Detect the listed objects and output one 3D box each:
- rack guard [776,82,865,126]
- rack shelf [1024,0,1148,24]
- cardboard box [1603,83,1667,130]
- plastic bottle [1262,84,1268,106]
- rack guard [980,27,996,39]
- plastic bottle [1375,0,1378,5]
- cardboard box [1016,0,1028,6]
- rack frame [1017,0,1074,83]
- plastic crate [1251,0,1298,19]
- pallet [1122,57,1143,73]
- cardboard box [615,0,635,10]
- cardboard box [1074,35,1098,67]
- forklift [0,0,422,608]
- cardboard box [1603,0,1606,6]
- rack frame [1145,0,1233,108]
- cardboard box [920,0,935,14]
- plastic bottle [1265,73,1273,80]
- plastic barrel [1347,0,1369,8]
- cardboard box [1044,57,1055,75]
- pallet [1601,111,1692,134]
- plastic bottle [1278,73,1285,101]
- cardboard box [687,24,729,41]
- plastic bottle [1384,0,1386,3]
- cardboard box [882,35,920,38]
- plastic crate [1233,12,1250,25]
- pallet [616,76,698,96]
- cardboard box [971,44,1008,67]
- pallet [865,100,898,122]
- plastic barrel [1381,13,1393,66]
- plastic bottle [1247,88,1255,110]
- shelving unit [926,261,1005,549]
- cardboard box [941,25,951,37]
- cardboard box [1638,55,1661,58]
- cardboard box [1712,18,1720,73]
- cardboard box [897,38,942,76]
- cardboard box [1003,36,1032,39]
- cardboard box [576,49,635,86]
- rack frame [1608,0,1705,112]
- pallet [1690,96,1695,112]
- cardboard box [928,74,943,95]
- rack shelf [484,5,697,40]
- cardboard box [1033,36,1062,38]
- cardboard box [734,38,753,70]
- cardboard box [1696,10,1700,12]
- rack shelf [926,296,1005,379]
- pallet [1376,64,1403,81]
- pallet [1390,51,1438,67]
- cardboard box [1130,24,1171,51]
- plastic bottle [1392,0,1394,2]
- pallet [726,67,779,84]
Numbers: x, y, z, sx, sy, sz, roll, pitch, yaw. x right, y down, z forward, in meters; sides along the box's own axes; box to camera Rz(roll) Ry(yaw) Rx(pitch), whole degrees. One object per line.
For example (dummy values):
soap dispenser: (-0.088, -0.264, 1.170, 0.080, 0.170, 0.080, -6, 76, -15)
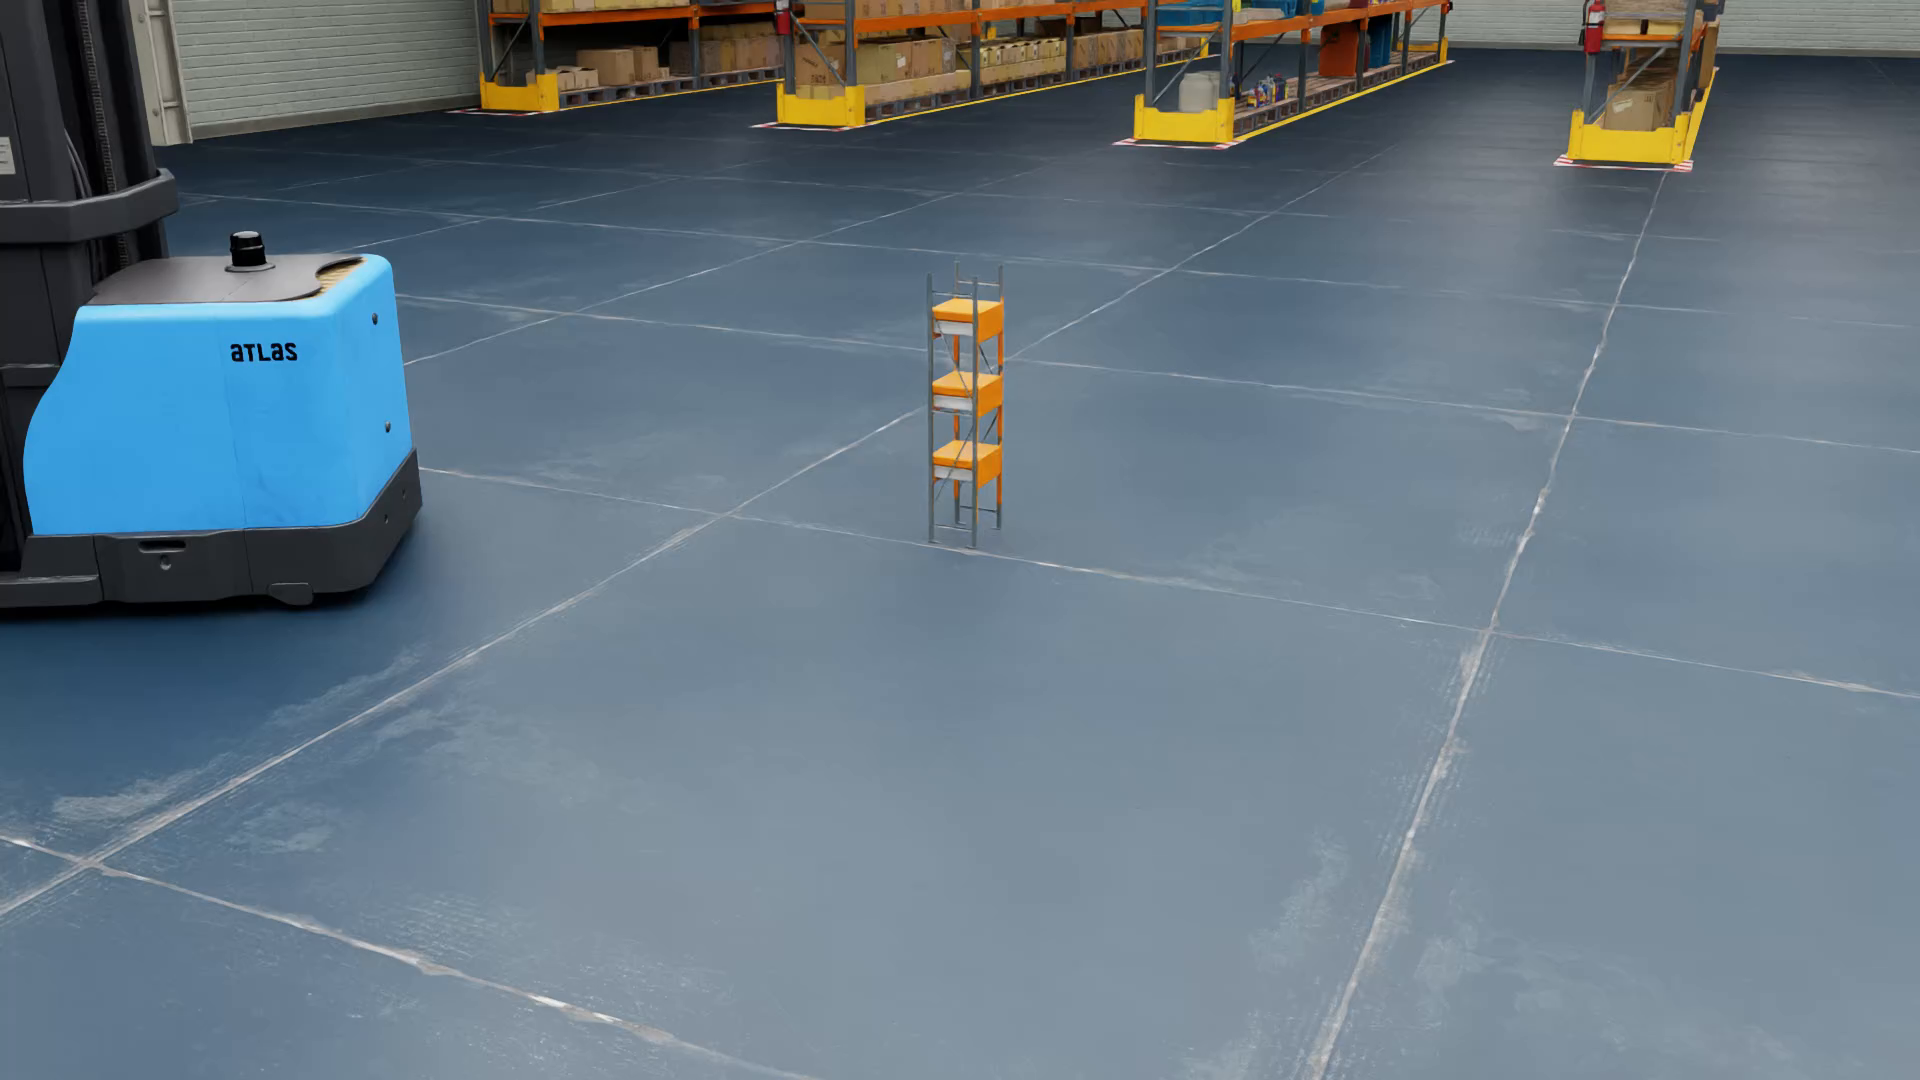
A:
rack guard: (-1.828, -5.714, 21.791, 1.175, 0.500, 0.348, 9, 21, 23)
rack shelf: (2.277, -9.618, 30.109, 1.077, 0.370, 4.000, 9, 21, 23)
cardboard box: (7.703, -4.935, 18.973, 0.500, 0.500, 0.500, 15, 25, 37)
plastic bottle: (3.991, -5.849, 21.855, 0.097, 0.271, 0.097, 0, 20, 0)
rack guard: (0.223, -11.299, 37.494, 1.175, 0.500, 0.348, 9, 21, 23)
plastic bottle: (6.828, -8.944, 27.315, 0.061, 0.283, 0.133, 9, 21, 23)
cardboard box: (0.786, -8.877, 26.804, 0.500, 0.500, 0.500, 7, 21, 20)
rack frame: (1.458, -9.345, 28.269, 1.000, 3.000, 0.127, 9, 21, 23)
plastic crate: (4.132, -6.996, 21.886, 0.499, 0.251, 0.616, 9, 21, 23)
pallet: (2.797, -9.000, 31.461, 1.003, 0.211, 1.213, 9, 21, 23)
cardboard box: (-5.227, -8.092, 24.941, 0.500, 0.250, 0.500, 9, 21, 23)
cardboard box: (2.114, -8.635, 29.348, 0.500, 0.500, 0.500, 8, 21, 21)
forklift: (-3.612, -1.259, 5.633, 3.031, 2.935, 1.130, -2, 20, -5)
cardboard box: (7.564, -6.060, 18.439, 0.875, 0.500, 0.500, 9, 21, 23)
rack frame: (2.700, -6.219, 19.479, 1.000, 3.000, 0.127, 9, 21, 23)
cardboard box: (-0.775, -7.718, 23.545, 0.700, 0.500, 0.500, 9, 21, 24)
plastic bottle: (4.205, -6.184, 22.678, 0.144, 0.351, 0.185, 9, 21, 23)
plastic barrel: (6.062, -8.545, 25.817, 0.600, 0.536, 0.708, 9, 21, 23)
cardboard box: (1.257, -7.895, 27.669, 0.500, 0.250, 0.500, 8, 21, 22)
pallet: (8.613, -5.238, 20.882, 1.003, 0.211, 1.213, 9, 21, 23)
plastic bottle: (4.337, -6.164, 22.622, 0.144, 0.351, 0.185, 8, 21, 21)
cardboard box: (-4.237, -8.546, 27.978, 0.500, 0.250, 0.500, 8, 21, 22)
plastic bottle: (7.085, -9.201, 27.938, 0.144, 0.351, 0.185, 9, 21, 23)
cardboard box: (-0.853, -7.125, 24.385, 0.500, 0.500, 0.500, 9, 21, 23)
plastic crate: (3.360, -6.324, 20.168, 0.298, 0.136, 0.250, 9, 21, 23)
pallet: (-4.944, -7.277, 26.615, 1.003, 0.211, 1.213, 9, 21, 23)
cardboard box: (0.426, -7.533, 25.815, 0.500, 0.311, 0.500, 8, 21, 22)
pallet: (-1.543, -5.825, 22.534, 1.003, 0.211, 1.213, 9, 21, 23)
plastic barrel: (7.375, -8.932, 29.614, 0.600, 0.901, 0.708, 9, 21, 23)
plastic bottle: (3.726, -5.652, 21.300, 0.097, 0.271, 0.097, 0, 20, 0)
shelving unit: (0.022, -0.511, 6.339, 0.215, 1.050, 0.252, 9, 21, 23)
cardboard box: (-0.604, -10.791, 35.438, 0.700, 0.500, 0.500, 9, 22, 24)
cardboard box: (10.023, -6.635, 23.724, 0.700, 0.500, 0.500, 7, 21, 18)
cardboard box: (11.888, -8.206, 27.610, 1.225, 0.875, 0.875, 9, 21, 23)
cardboard box: (-0.587, -6.902, 23.756, 0.500, 0.500, 0.500, 9, 21, 23)
cardboard box: (0.976, -8.392, 28.229, 0.500, 0.311, 0.500, 9, 22, 25)
cardboard box: (-5.394, -7.198, 25.307, 0.700, 0.500, 0.500, 7, 21, 19)
rack frame: (8.856, -6.762, 21.006, 1.000, 3.000, 0.127, 9, 21, 23)
pallet: (9.672, -6.061, 23.195, 1.003, 0.211, 1.213, 9, 21, 23)
cardboard box: (-0.576, -6.547, 23.877, 0.500, 0.250, 0.500, 9, 21, 23)
rack shelf: (-5.520, -7.851, 25.141, 1.077, 0.370, 4.000, 9, 21, 23)
cardboard box: (1.627, -8.693, 29.509, 0.500, 0.500, 0.500, 9, 22, 25)
cardboard box: (-4.003, -8.373, 28.610, 0.700, 0.500, 0.500, 9, 21, 23)
cardboard box: (8.925, -6.462, 20.538, 0.380, 0.149, 0.250, 9, 21, 23)
rack shelf: (0.022, -0.768, 6.247, 0.215, 0.259, 0.240, 9, 21, 23)
pallet: (7.260, -8.343, 29.613, 1.003, 0.211, 1.213, 9, 21, 23)
pallet: (8.878, -9.549, 33.005, 1.003, 0.211, 1.213, 9, 21, 23)
cardboard box: (3.861, -10.174, 33.669, 0.797, 0.503, 0.637, 9, 21, 23)
plastic bottle: (7.391, -9.398, 28.603, 0.152, 0.276, 0.135, 9, 21, 23)
pallet: (-3.885, -8.100, 28.929, 1.003, 0.211, 1.213, 9, 21, 23)
